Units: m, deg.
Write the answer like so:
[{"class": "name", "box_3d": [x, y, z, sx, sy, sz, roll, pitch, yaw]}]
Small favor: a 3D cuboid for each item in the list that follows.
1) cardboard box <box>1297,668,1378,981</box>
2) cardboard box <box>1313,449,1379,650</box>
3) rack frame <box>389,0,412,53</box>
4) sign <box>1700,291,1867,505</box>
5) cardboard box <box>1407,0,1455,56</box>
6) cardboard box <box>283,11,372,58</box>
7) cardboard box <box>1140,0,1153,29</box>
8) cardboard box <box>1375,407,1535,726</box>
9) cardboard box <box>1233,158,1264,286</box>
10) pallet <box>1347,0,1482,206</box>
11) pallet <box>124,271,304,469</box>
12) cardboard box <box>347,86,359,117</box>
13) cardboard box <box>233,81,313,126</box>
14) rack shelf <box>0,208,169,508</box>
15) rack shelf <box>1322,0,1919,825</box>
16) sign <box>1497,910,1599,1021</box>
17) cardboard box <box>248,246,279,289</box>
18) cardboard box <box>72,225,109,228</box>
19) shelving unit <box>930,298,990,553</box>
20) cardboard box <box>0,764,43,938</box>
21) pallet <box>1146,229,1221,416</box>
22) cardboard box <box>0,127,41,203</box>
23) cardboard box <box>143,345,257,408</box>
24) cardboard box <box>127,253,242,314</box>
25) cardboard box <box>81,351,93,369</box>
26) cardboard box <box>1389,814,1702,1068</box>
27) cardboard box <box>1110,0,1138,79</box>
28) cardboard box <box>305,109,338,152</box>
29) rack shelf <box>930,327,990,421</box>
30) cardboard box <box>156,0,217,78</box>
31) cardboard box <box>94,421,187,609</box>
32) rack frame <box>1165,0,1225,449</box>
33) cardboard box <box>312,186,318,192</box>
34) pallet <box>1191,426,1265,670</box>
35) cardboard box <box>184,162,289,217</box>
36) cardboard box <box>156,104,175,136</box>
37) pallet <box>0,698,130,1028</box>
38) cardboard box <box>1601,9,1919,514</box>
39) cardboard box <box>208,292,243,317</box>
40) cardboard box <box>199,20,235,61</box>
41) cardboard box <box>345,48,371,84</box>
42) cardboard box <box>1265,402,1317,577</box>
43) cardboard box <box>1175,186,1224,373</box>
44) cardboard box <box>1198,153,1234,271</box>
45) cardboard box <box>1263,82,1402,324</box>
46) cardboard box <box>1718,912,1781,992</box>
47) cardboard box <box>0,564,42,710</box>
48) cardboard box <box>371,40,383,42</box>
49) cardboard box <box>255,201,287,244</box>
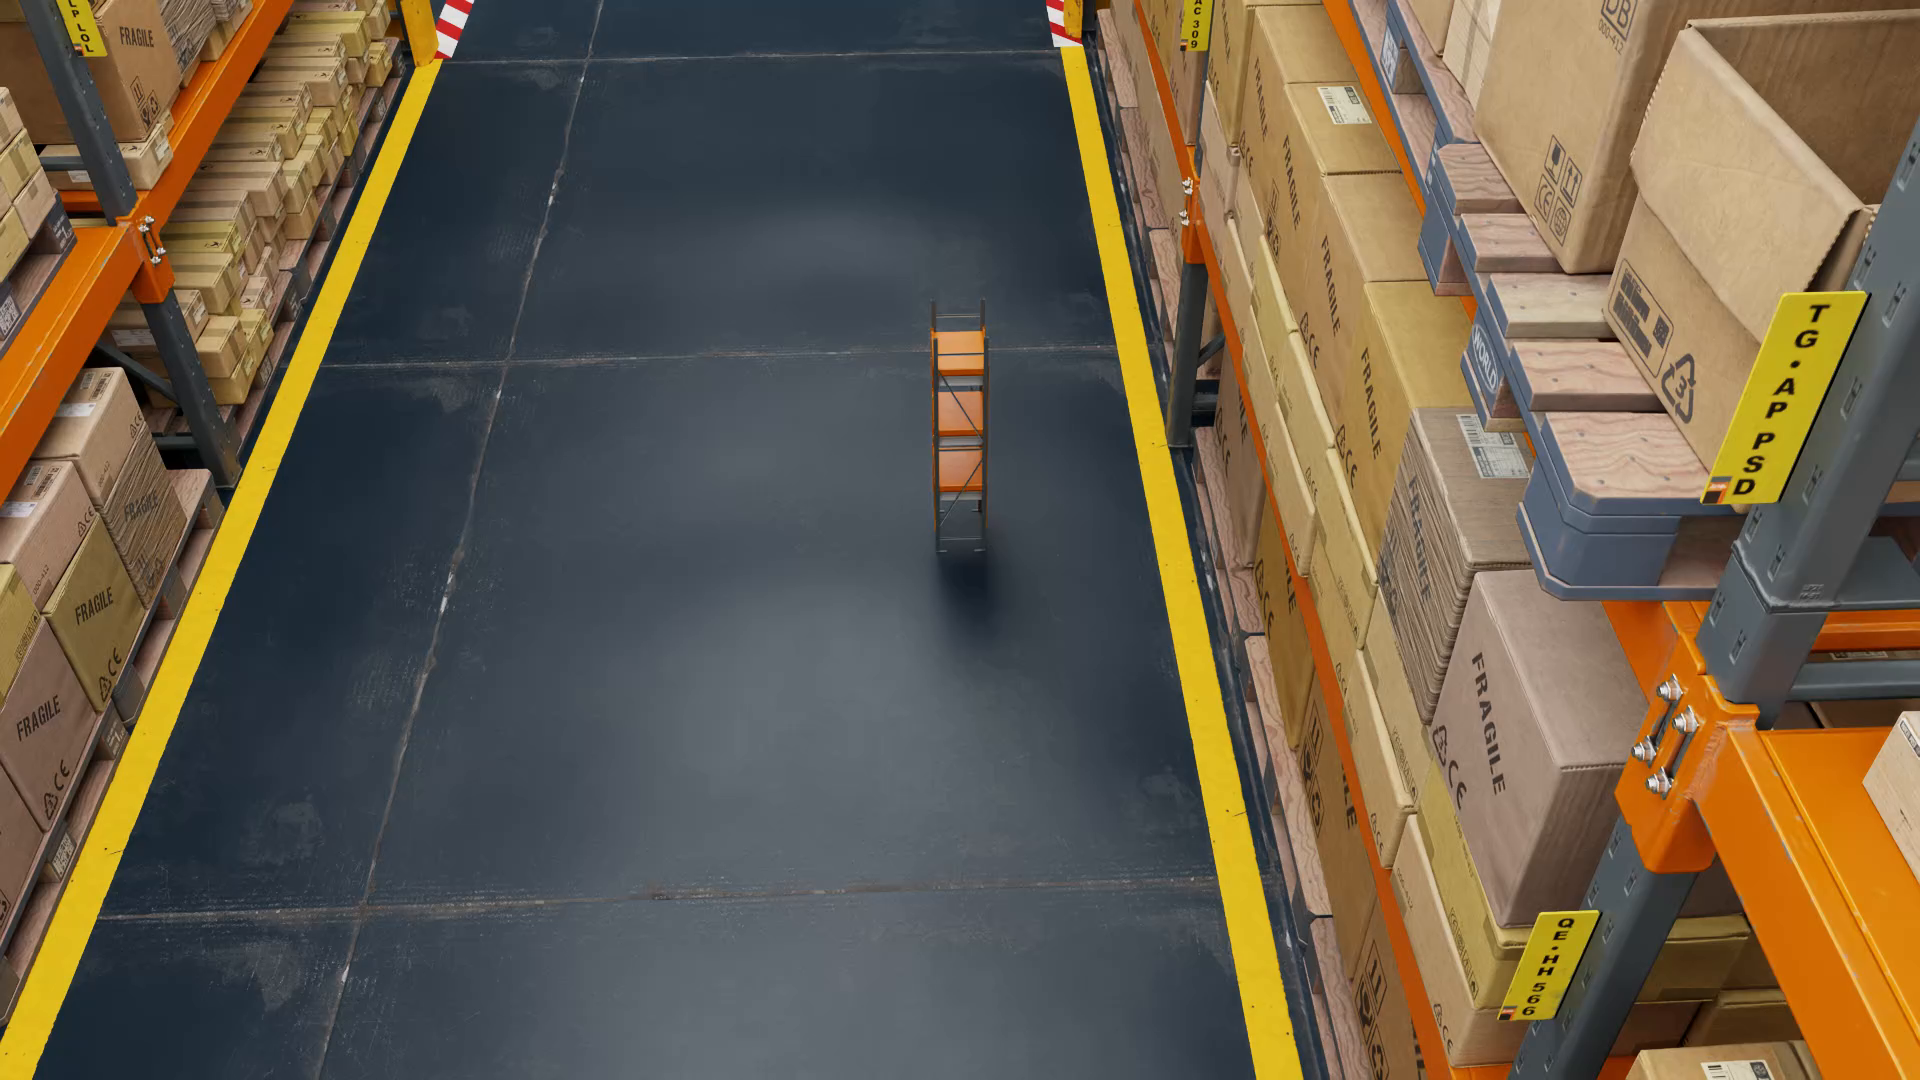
[{"class": "cardboard box", "box_3d": [1.586, 0.704, 5.024, 0.875, 0.875, 0.875, -1, 43, -1]}, {"class": "cardboard box", "box_3d": [1.224, 0.007, 4.264, 0.500, 0.250, 0.500, -3, 43, -3]}, {"class": "rack frame", "box_3d": [-3.715, -4.044, 8.942, 1.000, 3.000, 0.127, -2, 43, -2]}, {"class": "sign", "box_3d": [1.011, -0.169, 2.053, 0.100, 0.325, 0.005, -2, 43, -2]}, {"class": "cardboard box", "box_3d": [1.202, -1.332, 3.379, 0.500, 0.500, 0.500, -1, 43, -1]}, {"class": "cardboard box", "box_3d": [-3.348, -2.675, 8.807, 0.380, 0.149, 0.250, -3, 43, -3]}, {"class": "cardboard box", "box_3d": [1.058, -2.583, 7.274, 0.500, 0.500, 0.500, -2, 43, -2]}, {"class": "cardboard box", "box_3d": [1.253, 0.053, 3.658, 0.500, 0.500, 0.500, -1, 43, -1]}, {"class": "cardboard box", "box_3d": [1.183, -1.027, 5.391, 0.500, 0.250, 0.500, -1, 43, -1]}, {"class": "pallet", "box_3d": [1.435, -1.078, 3.626, 1.003, 0.211, 1.213, 0, 43, 0]}, {"class": "pallet", "box_3d": [-3.609, -0.768, 7.432, 1.003, 0.211, 1.213, -2, 43, -2]}, {"class": "cardboard box", "box_3d": [-3.423, -2.281, 8.817, 0.380, 0.149, 0.250, -1, 43, -1]}, {"class": "cardboard box", "box_3d": [-3.433, -2.137, 8.220, 0.380, 0.149, 0.250, -3, 43, -3]}, {"class": "rack shelf", "box_3d": [-3.460, 0.272, 4.766, 1.077, 0.370, 4.000, -2, 43, -2]}, {"class": "rack shelf", "box_3d": [1.481, -1.044, 3.982, 1.077, 0.370, 4.000, -2, 43, -2]}, {"class": "sign", "box_3d": [1.012, 0.738, 2.868, 0.100, 0.325, 0.005, -2, 43, -2]}, {"class": "cardboard box", "box_3d": [-3.374, -1.218, 7.658, 0.380, 0.149, 0.250, -2, 43, -3]}, {"class": "cardboard box", "box_3d": [-3.888, -1.239, 7.240, 0.380, 0.149, 0.250, -2, 43, -2]}, {"class": "shelving unit", "box_3d": [-0.002, -0.423, 6.435, 0.215, 1.050, 0.252, -2, 43, -2]}, {"class": "cardboard box", "box_3d": [-3.202, 0.953, 5.030, 0.500, 0.500, 0.500, -3, 43, -3]}, {"class": "pallet", "box_3d": [1.442, -1.042, 7.730, 1.003, 0.211, 1.213, -2, 43, -2]}, {"class": "cardboard box", "box_3d": [-3.331, -1.253, 5.552, 0.380, 0.149, 0.250, 0, 43, 0]}, {"class": "cardboard box", "box_3d": [-3.239, -0.703, 7.096, 0.380, 0.149, 0.250, -3, 43, -4]}, {"class": "cardboard box", "box_3d": [-3.305, -1.093, 7.081, 0.380, 0.149, 0.250, 0, 43, 0]}, {"class": "cardboard box", "box_3d": [-3.876, -0.761, 6.939, 0.380, 0.149, 0.250, -1, 43, -1]}, {"class": "cardboard box", "box_3d": [1.285, 0.868, 3.694, 0.500, 0.250, 0.500, -3, 43, -3]}, {"class": "cardboard box", "box_3d": [1.354, -3.022, 9.412, 0.875, 0.438, 0.875, -3, 43, -3]}, {"class": "cardboard box", "box_3d": [-3.356, -2.036, 8.330, 0.380, 0.149, 0.250, 0, 43, 0]}, {"class": "rack shelf", "box_3d": [-0.002, -0.625, 6.250, 0.215, 0.259, 0.240, -2, 43, -2]}, {"class": "cardboard box", "box_3d": [-3.342, -2.166, 6.599, 0.500, 0.500, 0.500, -2, 43, -2]}, {"class": "cardboard box", "box_3d": [-3.262, -0.085, 6.161, 0.500, 0.500, 0.500, -2, 43, -3]}, {"class": "rack frame", "box_3d": [1.396, -1.554, 6.225, 1.000, 3.000, 0.127, -2, 43, -2]}, {"class": "cardboard box", "box_3d": [-3.423, -1.752, 8.241, 0.380, 0.149, 0.250, -1, 43, -1]}, {"class": "pallet", "box_3d": [1.504, -0.007, 6.602, 1.003, 0.211, 1.213, -2, 43, -2]}, {"class": "cardboard box", "box_3d": [-3.328, -1.612, 7.647, 0.380, 0.149, 0.250, -1, 43, -1]}, {"class": "cardboard box", "box_3d": [-3.315, -1.624, 6.488, 0.380, 0.149, 0.250, 0, 43, -1]}, {"class": "pallet", "box_3d": [-3.456, 1.035, 5.464, 1.003, 0.211, 1.213, -2, 43, -2]}, {"class": "cardboard box", "box_3d": [1.399, -0.402, 2.362, 0.797, 0.503, 0.637, -4, 43, -4]}, {"class": "cardboard box", "box_3d": [-3.341, -0.979, 7.177, 0.380, 0.149, 0.250, -1, 43, -1]}, {"class": "cardboard box", "box_3d": [-3.330, -2.158, 7.071, 0.380, 0.149, 0.250, -1, 43, -1]}, {"class": "cardboard box", "box_3d": [-3.383, -2.559, 8.900, 0.380, 0.149, 0.250, -3, 43, -4]}, {"class": "cardboard box", "box_3d": [1.193, -0.160, 4.816, 0.500, 0.250, 0.500, -2, 43, -2]}, {"class": "cardboard box", "box_3d": [1.477, -1.191, 7.415, 0.875, 0.438, 0.875, -2, 43, -2]}, {"class": "cardboard box", "box_3d": [1.151, -1.194, 5.944, 0.500, 0.250, 0.500, -3, 43, -3]}, {"class": "cardboard box", "box_3d": [1.196, -0.973, 4.777, 0.500, 0.500, 0.500, -3, 43, -3]}, {"class": "cardboard box", "box_3d": [1.791, 0.668, 3.542, 0.500, 0.250, 0.500, -2, 43, -2]}, {"class": "cardboard box", "box_3d": [-3.216, 0.346, 5.137, 0.500, 0.250, 0.500, -3, 43, -4]}, {"class": "cardboard box", "box_3d": [-3.484, -2.798, 9.382, 0.380, 0.149, 0.250, -1, 43, -1]}, {"class": "cardboard box", "box_3d": [-3.384, -1.511, 7.758, 0.380, 0.149, 0.250, 0, 43, 0]}]
